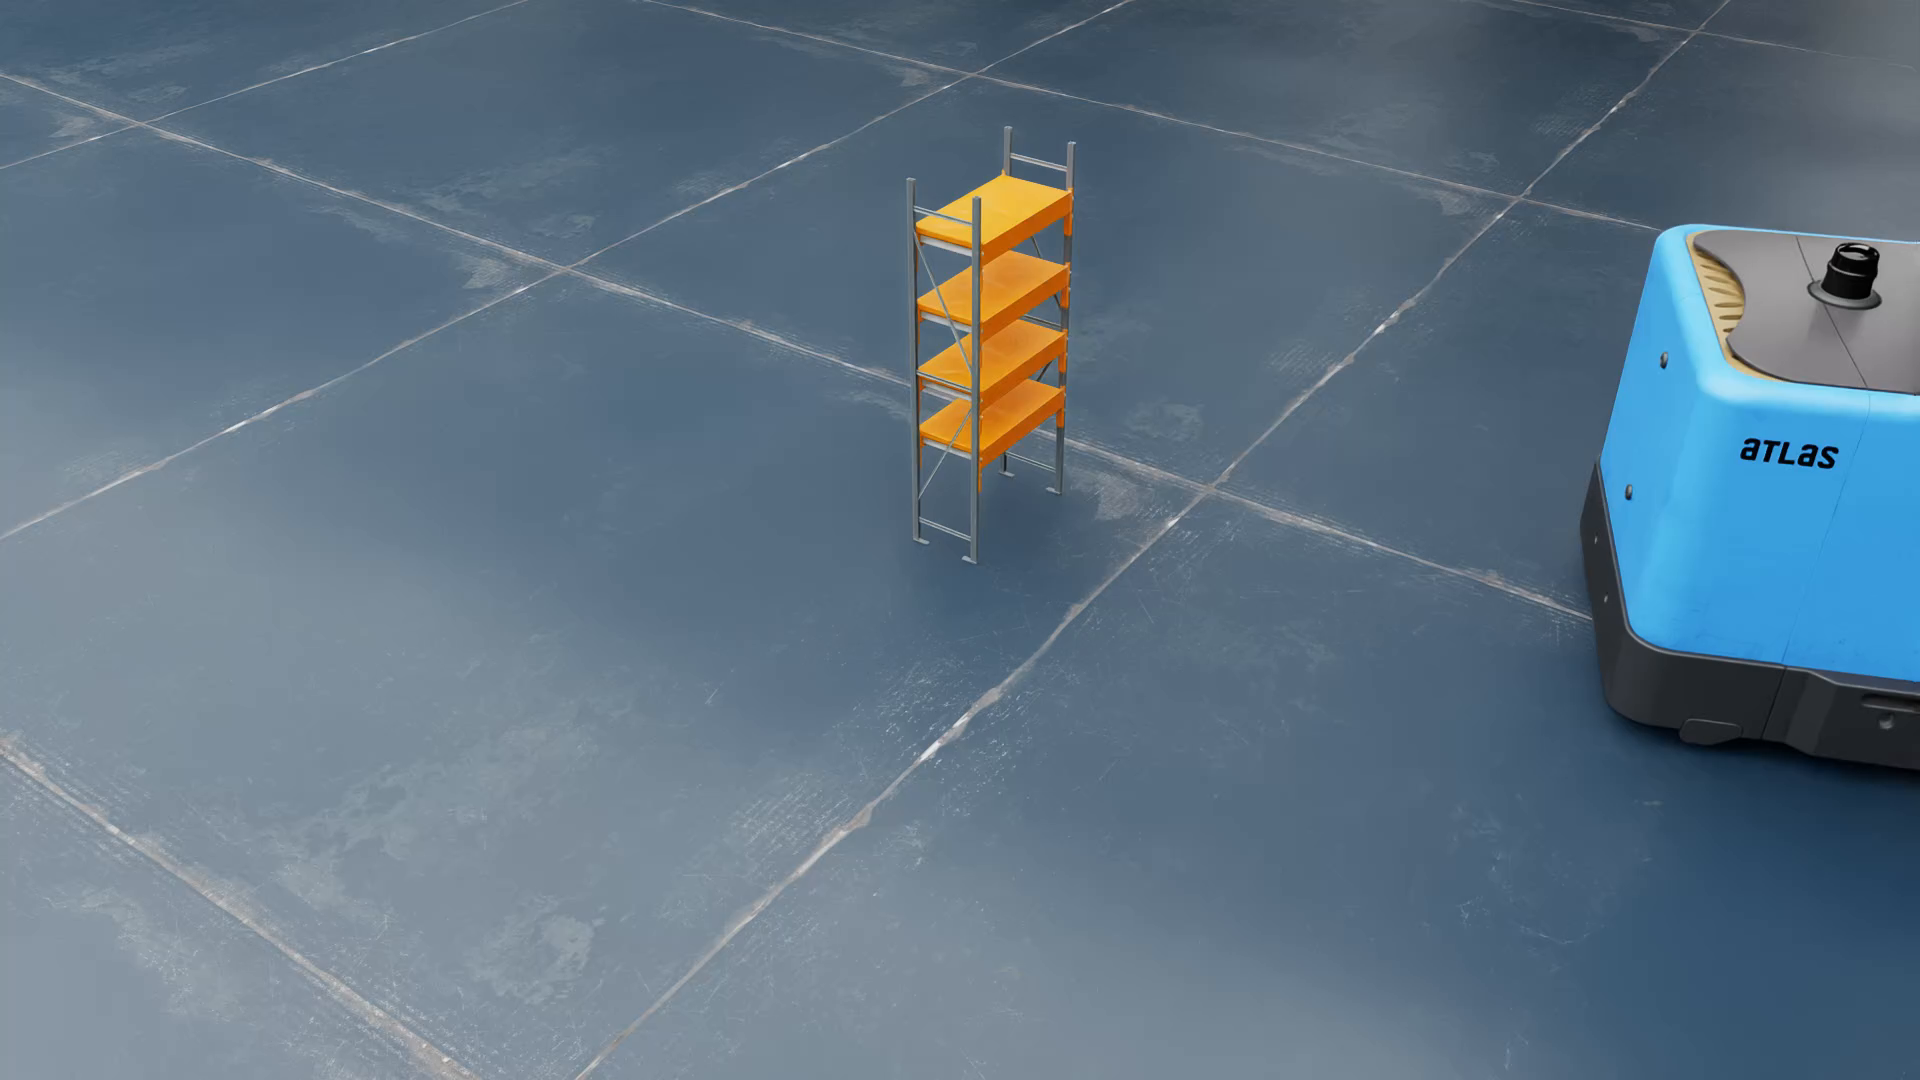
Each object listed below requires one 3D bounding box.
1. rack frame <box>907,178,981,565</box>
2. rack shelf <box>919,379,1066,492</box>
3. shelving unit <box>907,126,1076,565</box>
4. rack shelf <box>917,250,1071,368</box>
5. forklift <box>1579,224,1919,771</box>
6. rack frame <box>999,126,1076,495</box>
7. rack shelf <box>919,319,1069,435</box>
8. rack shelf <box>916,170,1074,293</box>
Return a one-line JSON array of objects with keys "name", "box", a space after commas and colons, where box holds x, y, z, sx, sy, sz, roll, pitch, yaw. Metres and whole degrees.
[{"name": "rack frame", "box": [-0.045, -0.461, 4.860, 0.240, 1.200, 0.015, 21, 39, 28]}, {"name": "rack shelf", "box": [0.094, -0.353, 5.175, 0.258, 0.148, 0.480, 21, 39, 28]}, {"name": "shelving unit", "box": [0.094, -0.573, 5.027, 0.258, 1.200, 0.503, 21, 39, 28]}, {"name": "rack shelf", "box": [0.094, -0.703, 4.939, 0.258, 0.148, 0.480, 21, 39, 28]}, {"name": "forklift", "box": [3.316, -0.779, 3.785, 3.031, 2.935, 1.130, 7, 35, 10]}, {"name": "rack frame", "box": [0.234, -0.685, 5.193, 0.240, 1.200, 0.015, 21, 39, 28]}, {"name": "rack shelf", "box": [0.094, -0.517, 5.064, 0.258, 0.148, 0.480, 21, 39, 28]}, {"name": "rack shelf", "box": [0.094, -0.899, 4.806, 0.258, 0.148, 0.480, 21, 39, 28]}]
